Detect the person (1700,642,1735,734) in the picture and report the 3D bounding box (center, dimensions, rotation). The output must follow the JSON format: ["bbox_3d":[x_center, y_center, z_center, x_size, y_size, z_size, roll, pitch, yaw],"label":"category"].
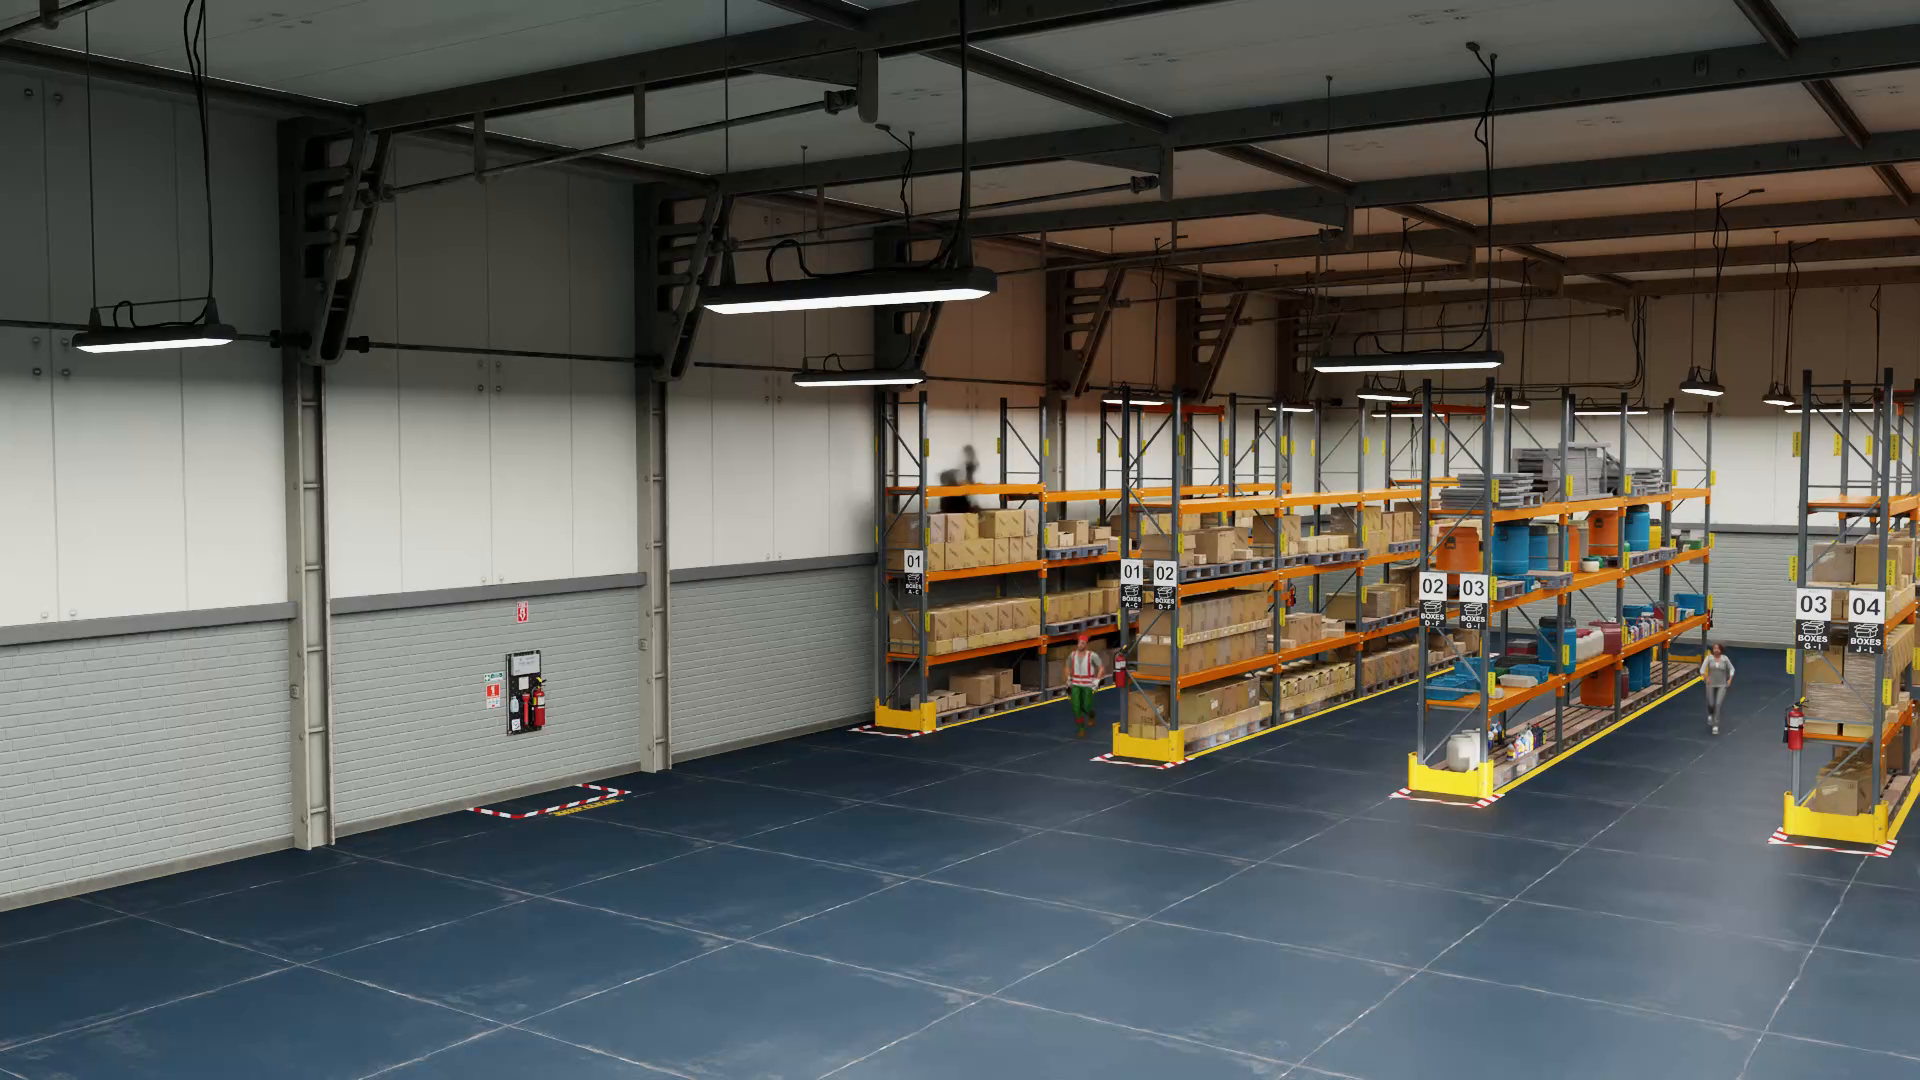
[{"bbox_3d":[13.365,2.593,29.356,0.566,1.592,0.670,2,4,26],"label":"person"}]

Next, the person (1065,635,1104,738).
[{"bbox_3d":[2.130,2.499,28.617,0.686,1.748,0.633,1,3,18],"label":"person"}]
